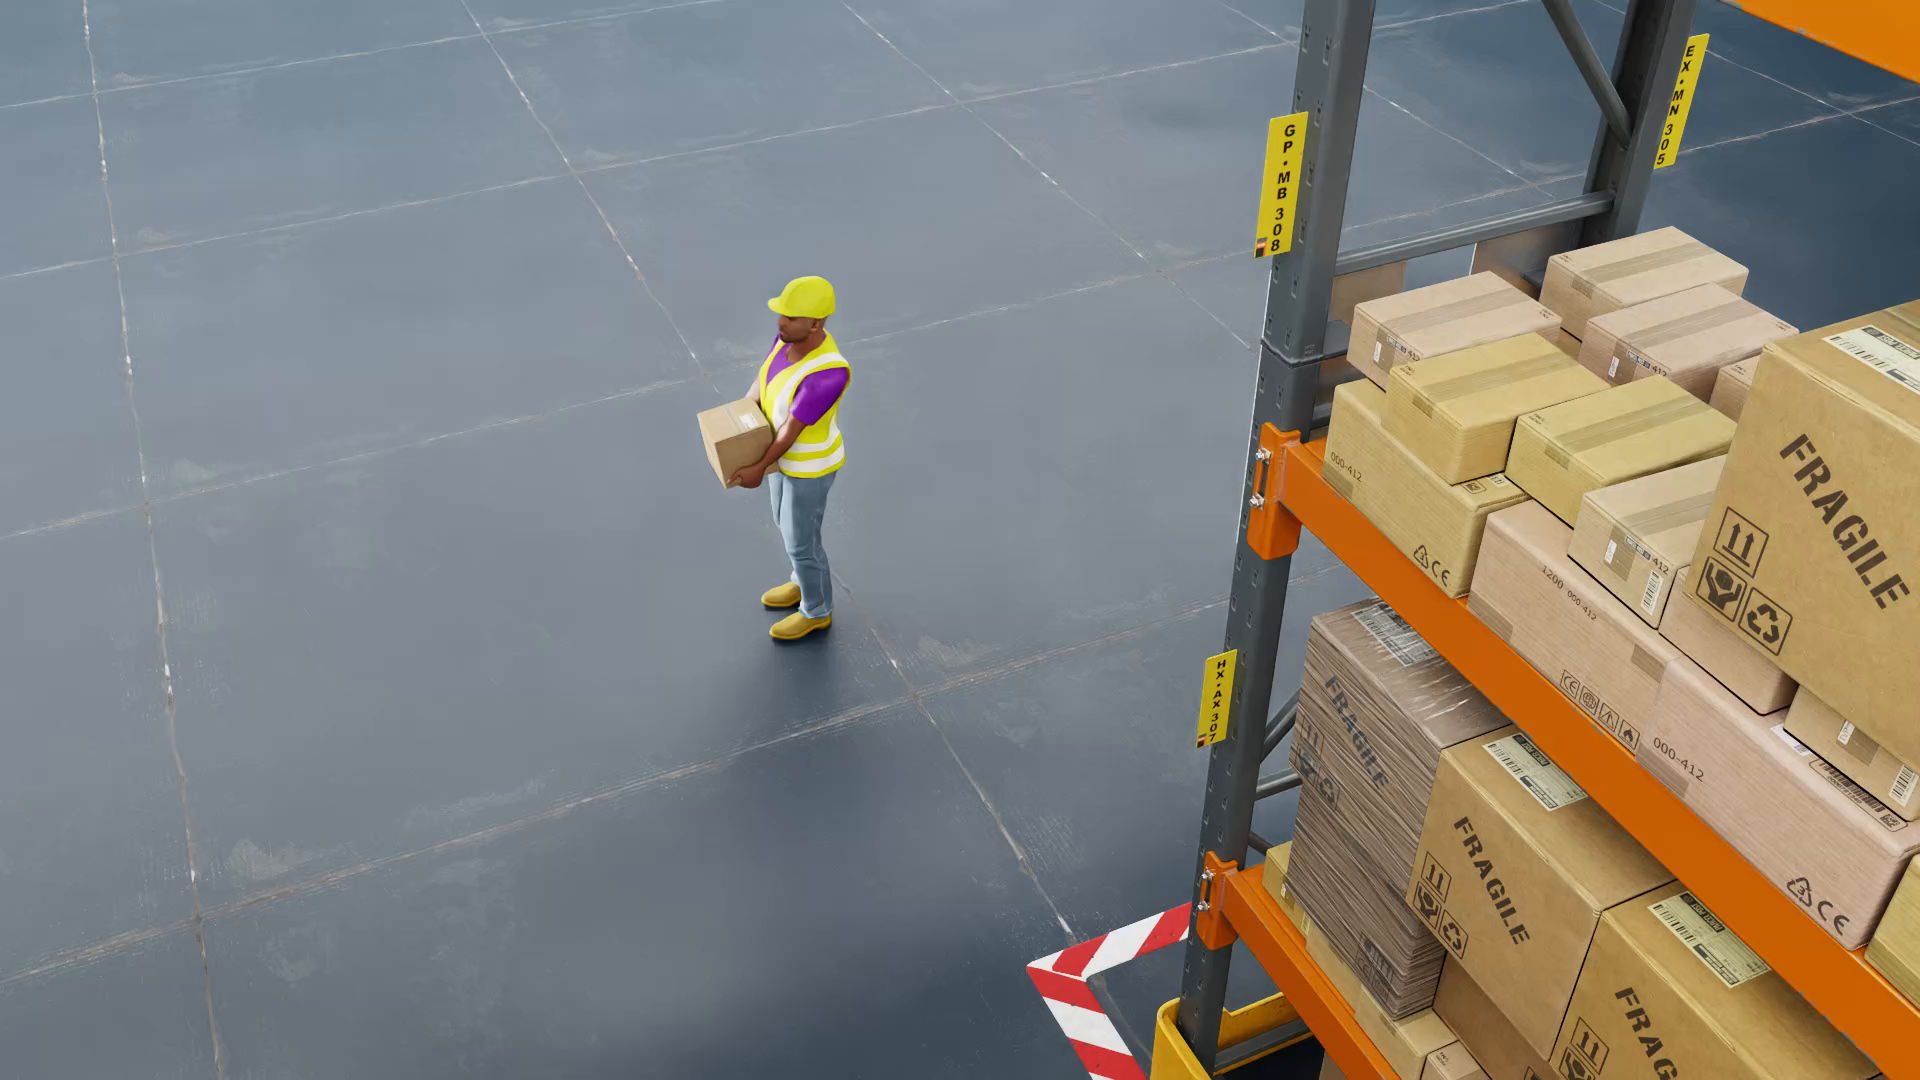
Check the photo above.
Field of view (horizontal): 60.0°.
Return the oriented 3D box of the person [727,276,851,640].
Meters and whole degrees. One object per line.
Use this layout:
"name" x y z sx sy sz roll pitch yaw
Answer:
"person" -0.775 -0.335 7.285 0.577 1.760 0.503 -15 40 -19
